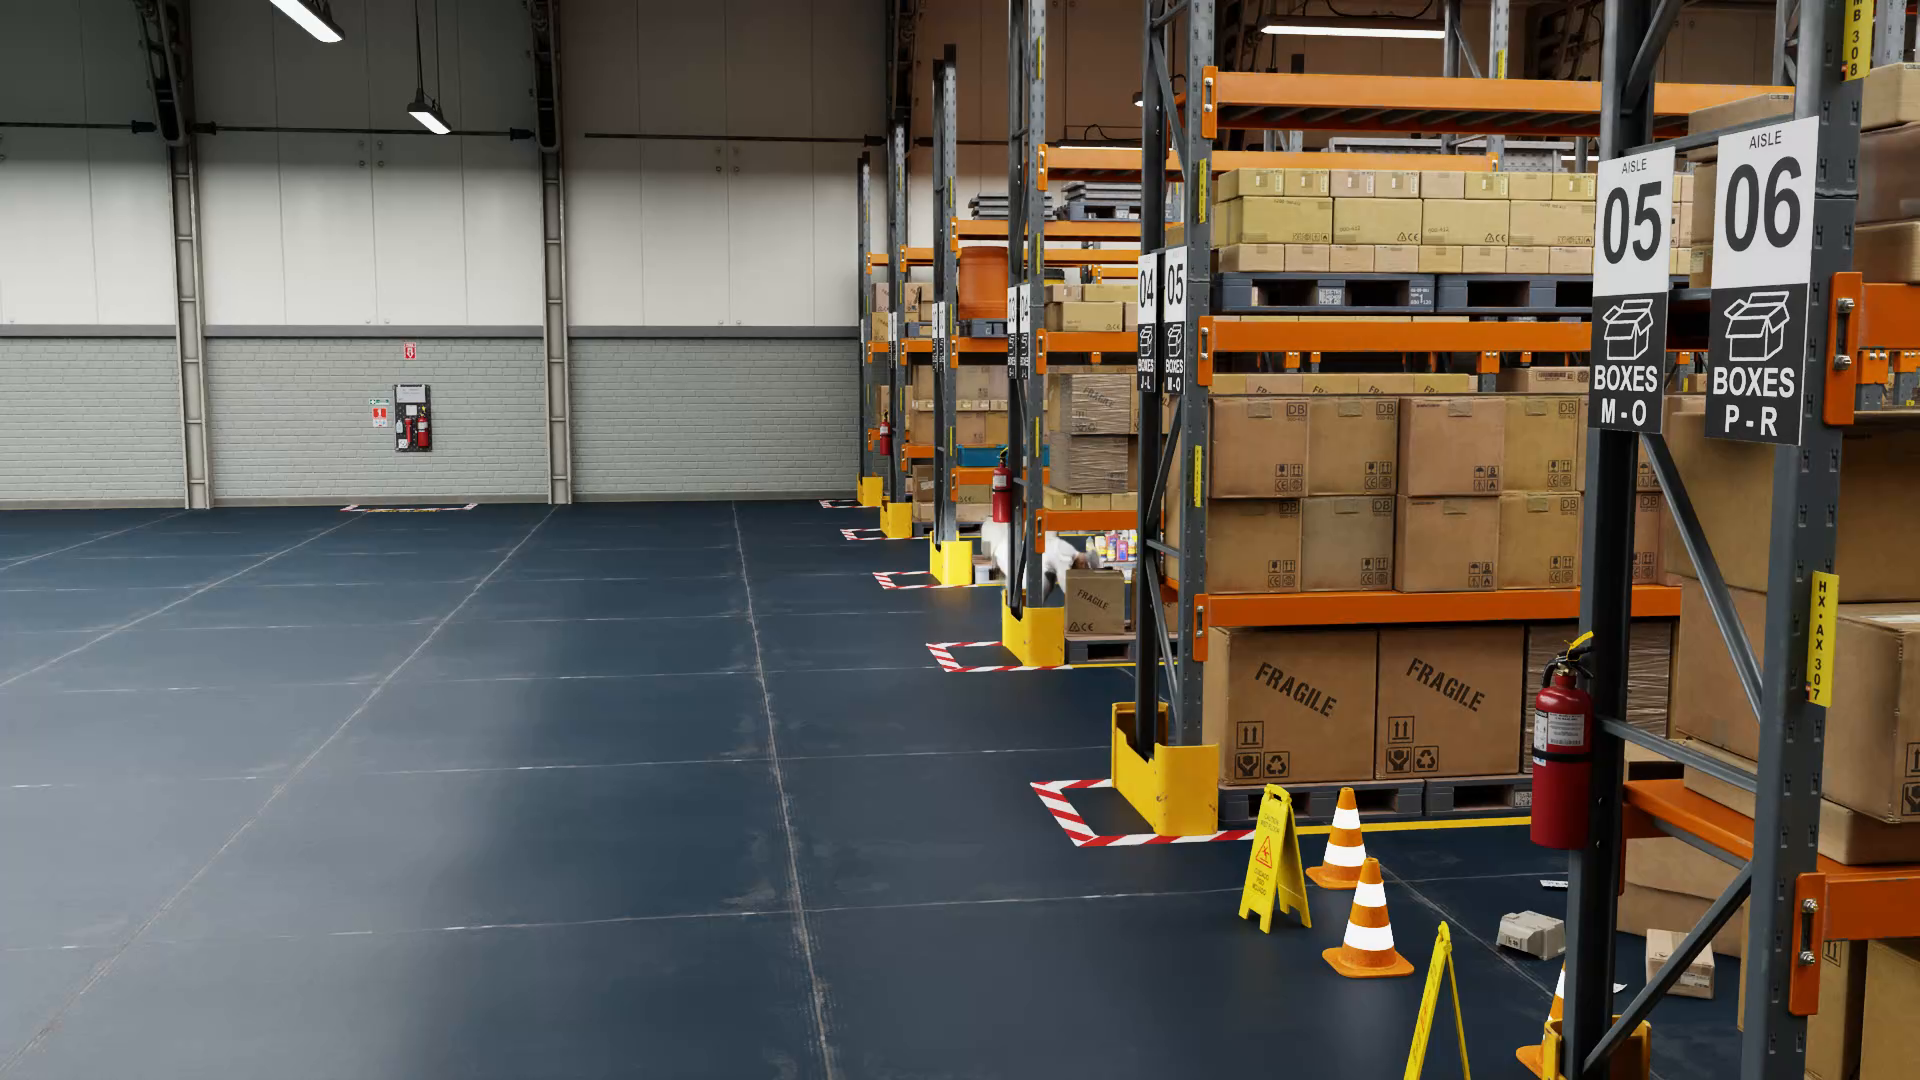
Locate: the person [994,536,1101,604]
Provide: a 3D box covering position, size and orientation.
[{"bbox_3d":[0.846,0.386,15.975,1.023,0.928,0.544,1,7,9],"label":"person"}]
